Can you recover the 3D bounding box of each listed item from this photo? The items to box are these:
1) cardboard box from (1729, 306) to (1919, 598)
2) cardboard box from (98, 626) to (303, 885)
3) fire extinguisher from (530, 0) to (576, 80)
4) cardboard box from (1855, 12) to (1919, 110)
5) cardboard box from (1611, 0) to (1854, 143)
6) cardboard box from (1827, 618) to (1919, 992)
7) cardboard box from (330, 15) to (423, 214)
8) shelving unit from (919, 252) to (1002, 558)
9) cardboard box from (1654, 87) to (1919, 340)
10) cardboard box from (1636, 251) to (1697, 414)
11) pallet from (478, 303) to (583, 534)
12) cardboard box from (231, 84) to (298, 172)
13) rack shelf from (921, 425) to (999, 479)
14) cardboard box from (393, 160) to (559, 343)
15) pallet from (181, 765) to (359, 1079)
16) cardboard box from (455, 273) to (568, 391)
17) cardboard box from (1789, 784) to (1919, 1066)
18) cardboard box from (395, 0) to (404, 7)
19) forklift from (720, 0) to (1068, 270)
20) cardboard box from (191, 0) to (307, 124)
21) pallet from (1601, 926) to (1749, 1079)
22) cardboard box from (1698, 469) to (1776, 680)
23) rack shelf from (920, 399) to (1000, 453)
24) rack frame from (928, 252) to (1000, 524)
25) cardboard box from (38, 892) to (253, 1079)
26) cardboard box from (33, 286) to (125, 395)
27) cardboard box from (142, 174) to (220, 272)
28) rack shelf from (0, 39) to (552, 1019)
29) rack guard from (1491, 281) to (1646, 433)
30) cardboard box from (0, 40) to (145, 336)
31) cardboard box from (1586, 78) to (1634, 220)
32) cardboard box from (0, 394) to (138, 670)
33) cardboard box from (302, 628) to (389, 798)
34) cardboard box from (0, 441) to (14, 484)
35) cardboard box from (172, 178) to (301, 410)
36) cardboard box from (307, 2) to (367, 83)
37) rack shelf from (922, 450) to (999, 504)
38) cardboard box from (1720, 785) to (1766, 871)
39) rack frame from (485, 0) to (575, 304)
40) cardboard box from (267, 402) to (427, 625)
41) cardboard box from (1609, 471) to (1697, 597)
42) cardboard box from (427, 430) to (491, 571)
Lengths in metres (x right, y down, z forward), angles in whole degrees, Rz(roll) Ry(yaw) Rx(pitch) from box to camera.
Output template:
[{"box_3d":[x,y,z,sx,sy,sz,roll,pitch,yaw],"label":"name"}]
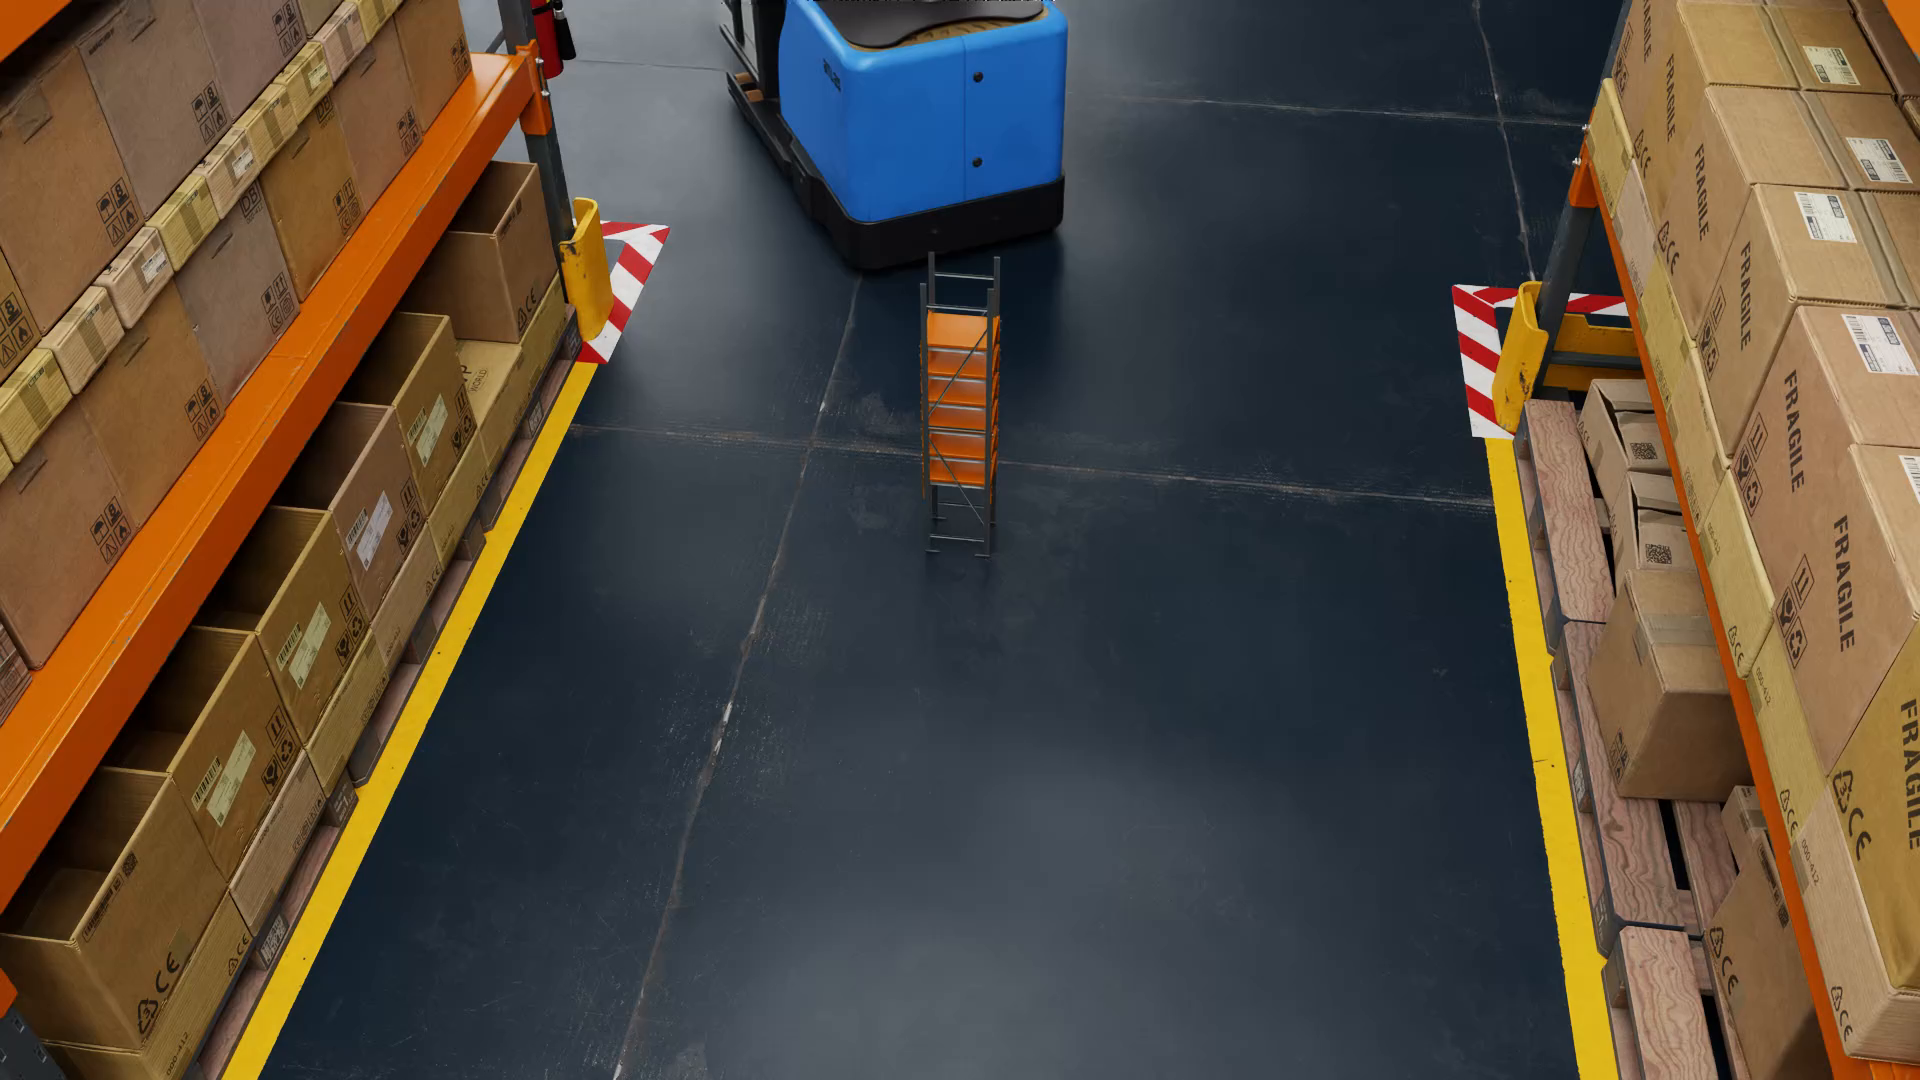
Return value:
[{"box_3d":[2.150,-0.174,3.801,0.500,0.500,0.500,4,44,4],"label":"cardboard box"},{"box_3d":[-2.225,0.581,4.603,0.500,0.500,0.500,5,44,6],"label":"cardboard box"},{"box_3d":[-1.650,-2.100,6.342,0.296,0.674,0.183,5,44,6],"label":"fire extinguisher"},{"box_3d":[2.857,-1.184,4.868,0.500,0.500,0.500,6,44,6],"label":"cardboard box"},{"box_3d":[2.424,-1.569,5.274,0.500,0.500,0.500,5,44,6],"label":"cardboard box"},{"box_3d":[2.012,0.509,3.080,0.500,0.500,0.500,5,44,5],"label":"cardboard box"},{"box_3d":[-2.265,-1.450,5.527,0.700,0.500,0.500,6,44,7],"label":"cardboard box"},{"box_3d":[0.002,-0.446,5.848,0.258,1.200,0.189,5,44,6],"label":"shelving unit"},{"box_3d":[2.274,-0.881,4.548,0.500,0.500,0.500,4,44,4],"label":"cardboard box"},{"box_3d":[2.278,-0.589,4.785,0.500,0.250,0.500,5,44,5],"label":"cardboard box"},{"box_3d":[-2.185,-0.552,6.679,1.003,0.211,1.213,5,44,6],"label":"pallet"},{"box_3d":[-2.157,-1.201,4.792,0.380,0.149,0.250,6,44,7],"label":"cardboard box"},{"box_3d":[0.002,-0.326,5.961,0.258,0.103,0.180,5,44,6],"label":"rack shelf"},{"box_3d":[-1.902,-1.123,6.404,0.500,0.500,0.500,5,44,6],"label":"cardboard box"},{"box_3d":[-2.508,1.111,4.923,1.003,0.211,1.213,5,44,6],"label":"pallet"},{"box_3d":[-1.904,-0.851,6.662,0.500,0.250,0.500,5,44,6],"label":"cardboard box"},{"box_3d":[2.018,0.781,3.338,0.500,0.250,0.500,5,44,6],"label":"cardboard box"},{"box_3d":[-2.021,-1.905,5.536,0.380,0.149,0.250,6,44,7],"label":"cardboard box"},{"box_3d":[-0.555,-3.295,7.598,1.130,2.935,3.031,-16,46,-16],"label":"forklift"},{"box_3d":[-2.337,-1.541,4.680,0.700,0.500,0.500,5,44,6],"label":"cardboard box"},{"box_3d":[2.310,1.636,4.369,1.003,0.211,1.213,5,44,6],"label":"pallet"},{"box_3d":[2.144,0.098,4.059,0.500,0.250,0.500,5,44,5],"label":"cardboard box"},{"box_3d":[0.002,-0.413,5.878,0.258,0.103,0.180,5,44,6],"label":"rack shelf"},{"box_3d":[0.014,-0.508,5.914,0.240,1.200,0.006,5,44,6],"label":"rack frame"},{"box_3d":[-2.293,1.194,4.502,0.500,0.250,0.500,5,44,6],"label":"cardboard box"},{"box_3d":[-2.293,-0.497,4.049,0.380,0.149,0.250,4,44,4],"label":"cardboard box"},{"box_3d":[-2.226,-0.857,4.429,0.380,0.149,0.250,5,44,5],"label":"cardboard box"},{"box_3d":[-2.390,-0.465,5.083,1.077,0.370,4.000,5,44,6],"label":"rack shelf"},{"box_3d":[2.775,-0.682,6.607,1.175,0.500,0.348,5,44,6],"label":"rack guard"},{"box_3d":[-2.470,-0.859,3.960,0.700,0.500,0.500,5,44,5],"label":"cardboard box"},{"box_3d":[2.406,-1.291,5.526,0.500,0.250,0.500,4,44,4],"label":"cardboard box"},{"box_3d":[-2.539,-0.063,4.062,0.700,0.500,0.500,5,44,5],"label":"cardboard box"},{"box_3d":[-2.150,0.514,5.220,0.500,0.250,0.500,5,44,6],"label":"cardboard box"},{"box_3d":[-2.362,-0.148,3.680,0.380,0.149,0.250,4,44,4],"label":"cardboard box"},{"box_3d":[-2.402,-0.753,4.791,0.700,0.500,0.500,6,44,7],"label":"cardboard box"},{"box_3d":[-2.090,-1.559,5.171,0.380,0.149,0.250,6,44,6],"label":"cardboard box"},{"box_3d":[0.002,-0.239,6.043,0.258,0.103,0.180,5,44,6],"label":"rack shelf"},{"box_3d":[2.487,0.872,4.901,0.380,0.149,0.250,2,43,2],"label":"cardboard box"},{"box_3d":[-2.126,-2.089,6.275,1.000,3.000,0.127,5,44,6],"label":"rack frame"},{"box_3d":[-2.087,-0.100,5.323,0.500,0.500,0.500,5,44,6],"label":"cardboard box"},{"box_3d":[2.529,0.027,5.676,0.500,0.311,0.500,9,44,9],"label":"cardboard box"},{"box_3d":[-2.022,-0.168,5.940,0.500,0.250,0.500,5,44,6],"label":"cardboard box"}]
